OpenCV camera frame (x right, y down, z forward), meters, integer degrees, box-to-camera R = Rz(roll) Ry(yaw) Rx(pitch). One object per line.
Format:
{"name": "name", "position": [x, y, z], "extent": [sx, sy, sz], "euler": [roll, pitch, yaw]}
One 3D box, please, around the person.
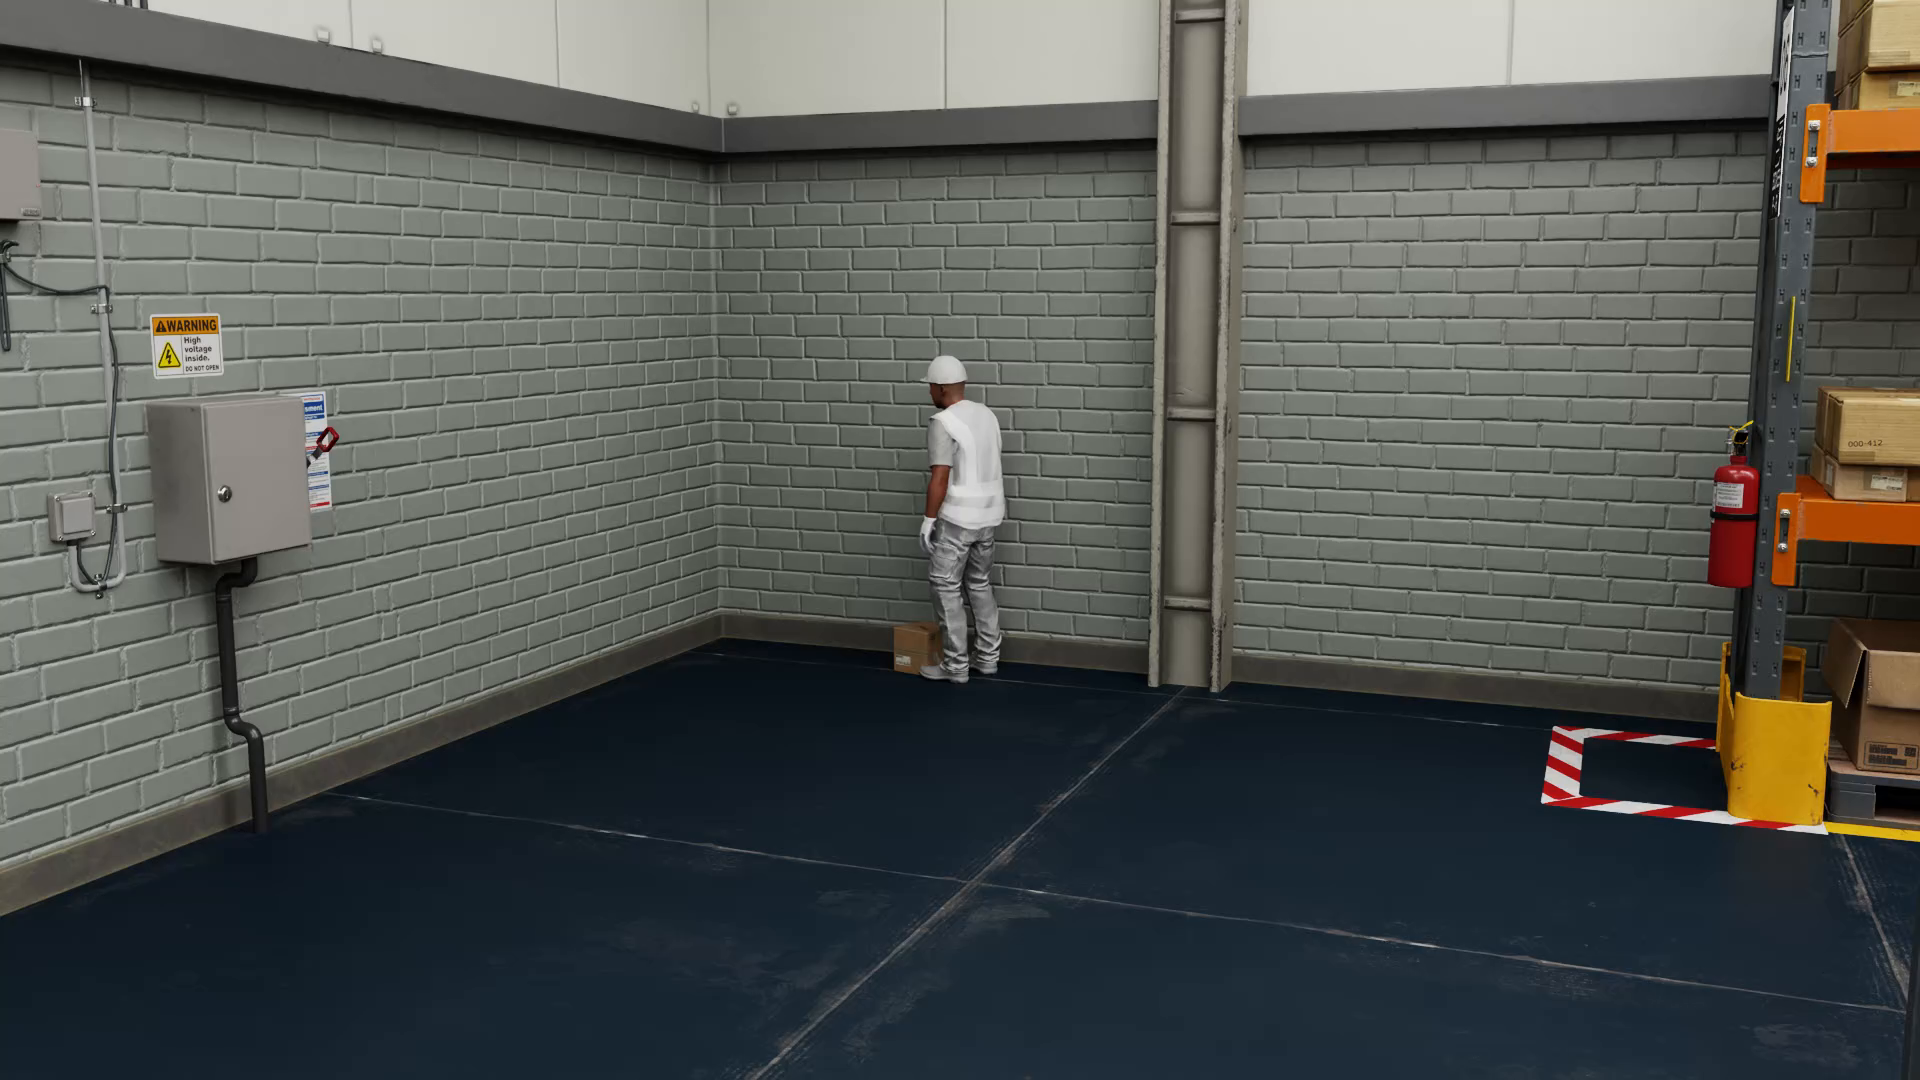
{"name": "person", "position": [-0.003, -0.117, 9.091], "extent": [0.451, 1.773, 0.623], "euler": [6, 11, 36]}
